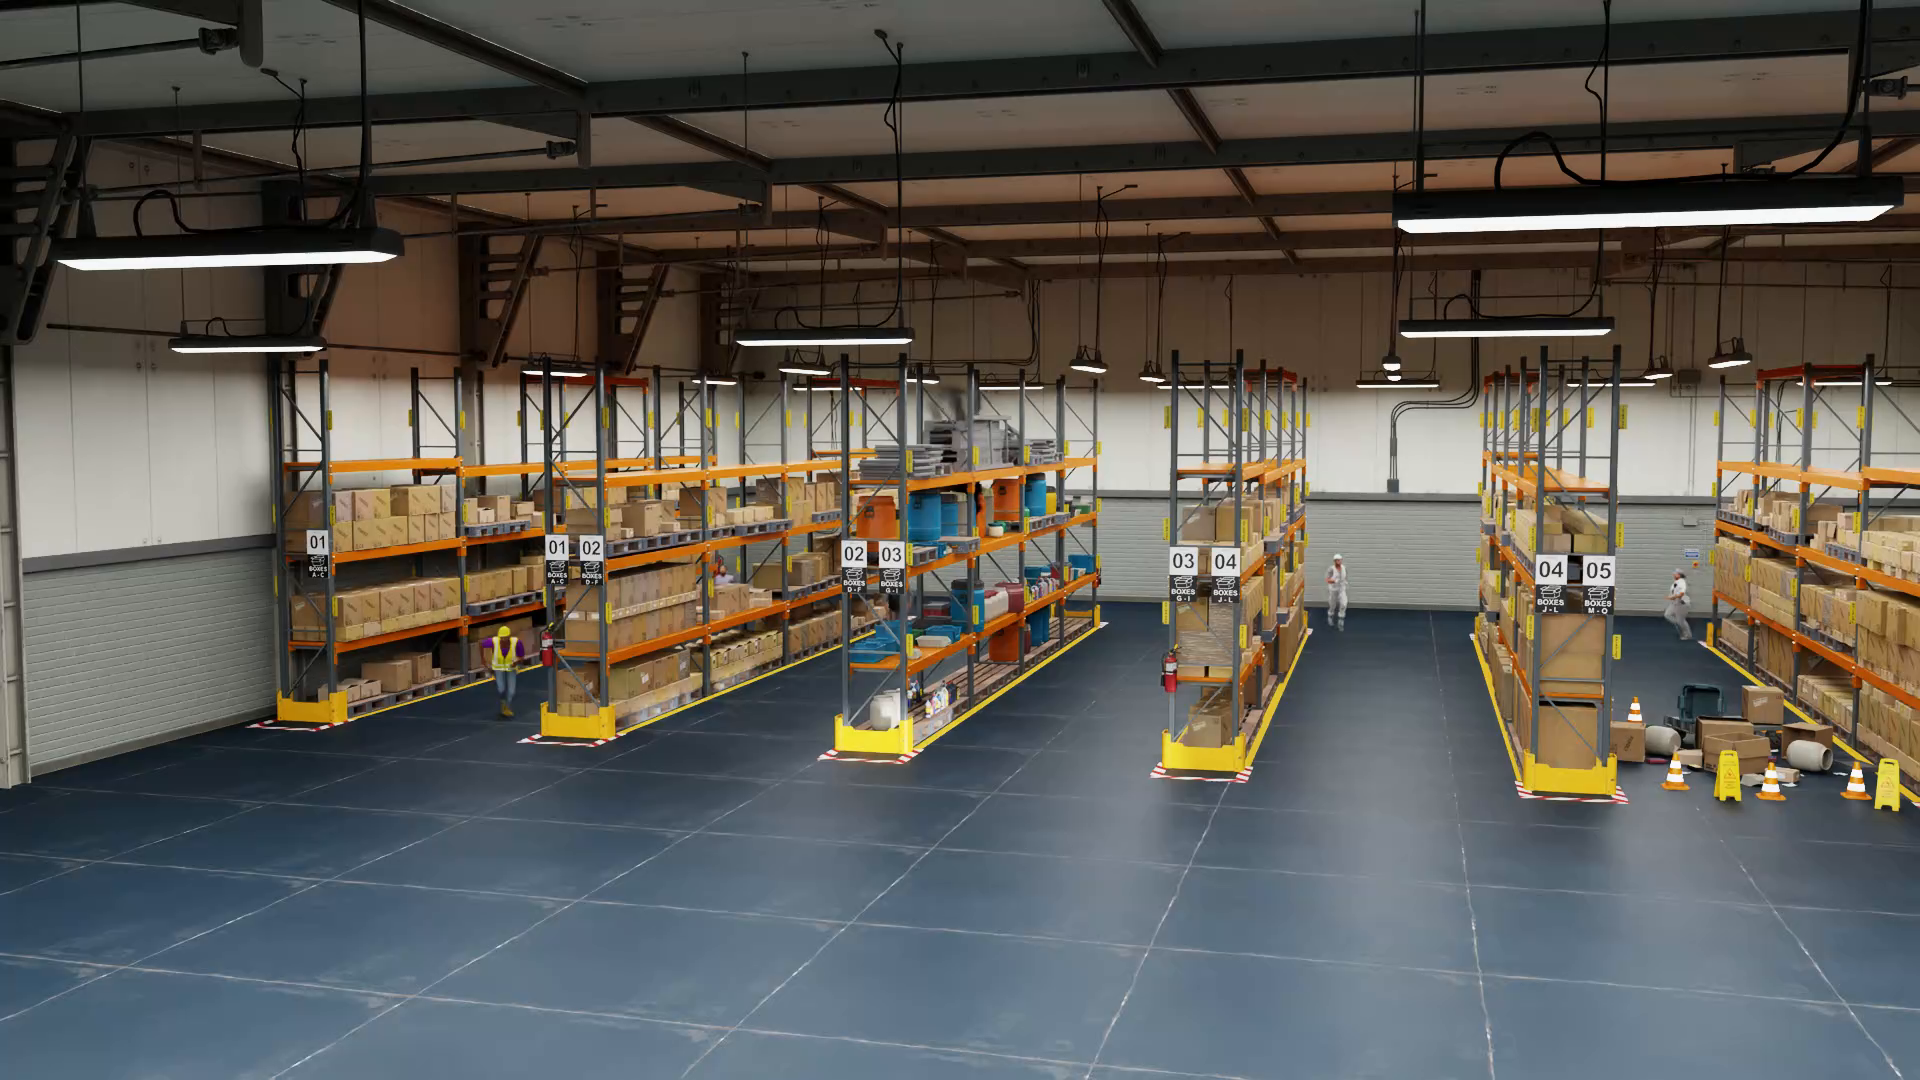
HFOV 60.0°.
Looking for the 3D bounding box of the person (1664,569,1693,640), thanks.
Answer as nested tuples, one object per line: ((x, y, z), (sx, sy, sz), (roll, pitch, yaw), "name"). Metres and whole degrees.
((16.392, 1.456, 37.967), (0.661, 1.619, 0.586), (0, 4, 7), "person")

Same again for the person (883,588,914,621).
((-1.359, 1.552, 36.406), (0.674, 1.688, 0.653), (1, 4, 13), "person")

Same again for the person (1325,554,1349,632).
((8.994, 1.258, 39.732), (0.636, 1.852, 0.850), (-1, 4, -8), "person")

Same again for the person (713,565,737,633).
((-5.573, 1.388, 39.266), (0.606, 1.607, 0.549), (1, 4, 7), "person")

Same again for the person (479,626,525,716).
((-7.683, 2.207, 27.913), (0.735, 1.578, 0.838), (-1, 4, -16), "person")
